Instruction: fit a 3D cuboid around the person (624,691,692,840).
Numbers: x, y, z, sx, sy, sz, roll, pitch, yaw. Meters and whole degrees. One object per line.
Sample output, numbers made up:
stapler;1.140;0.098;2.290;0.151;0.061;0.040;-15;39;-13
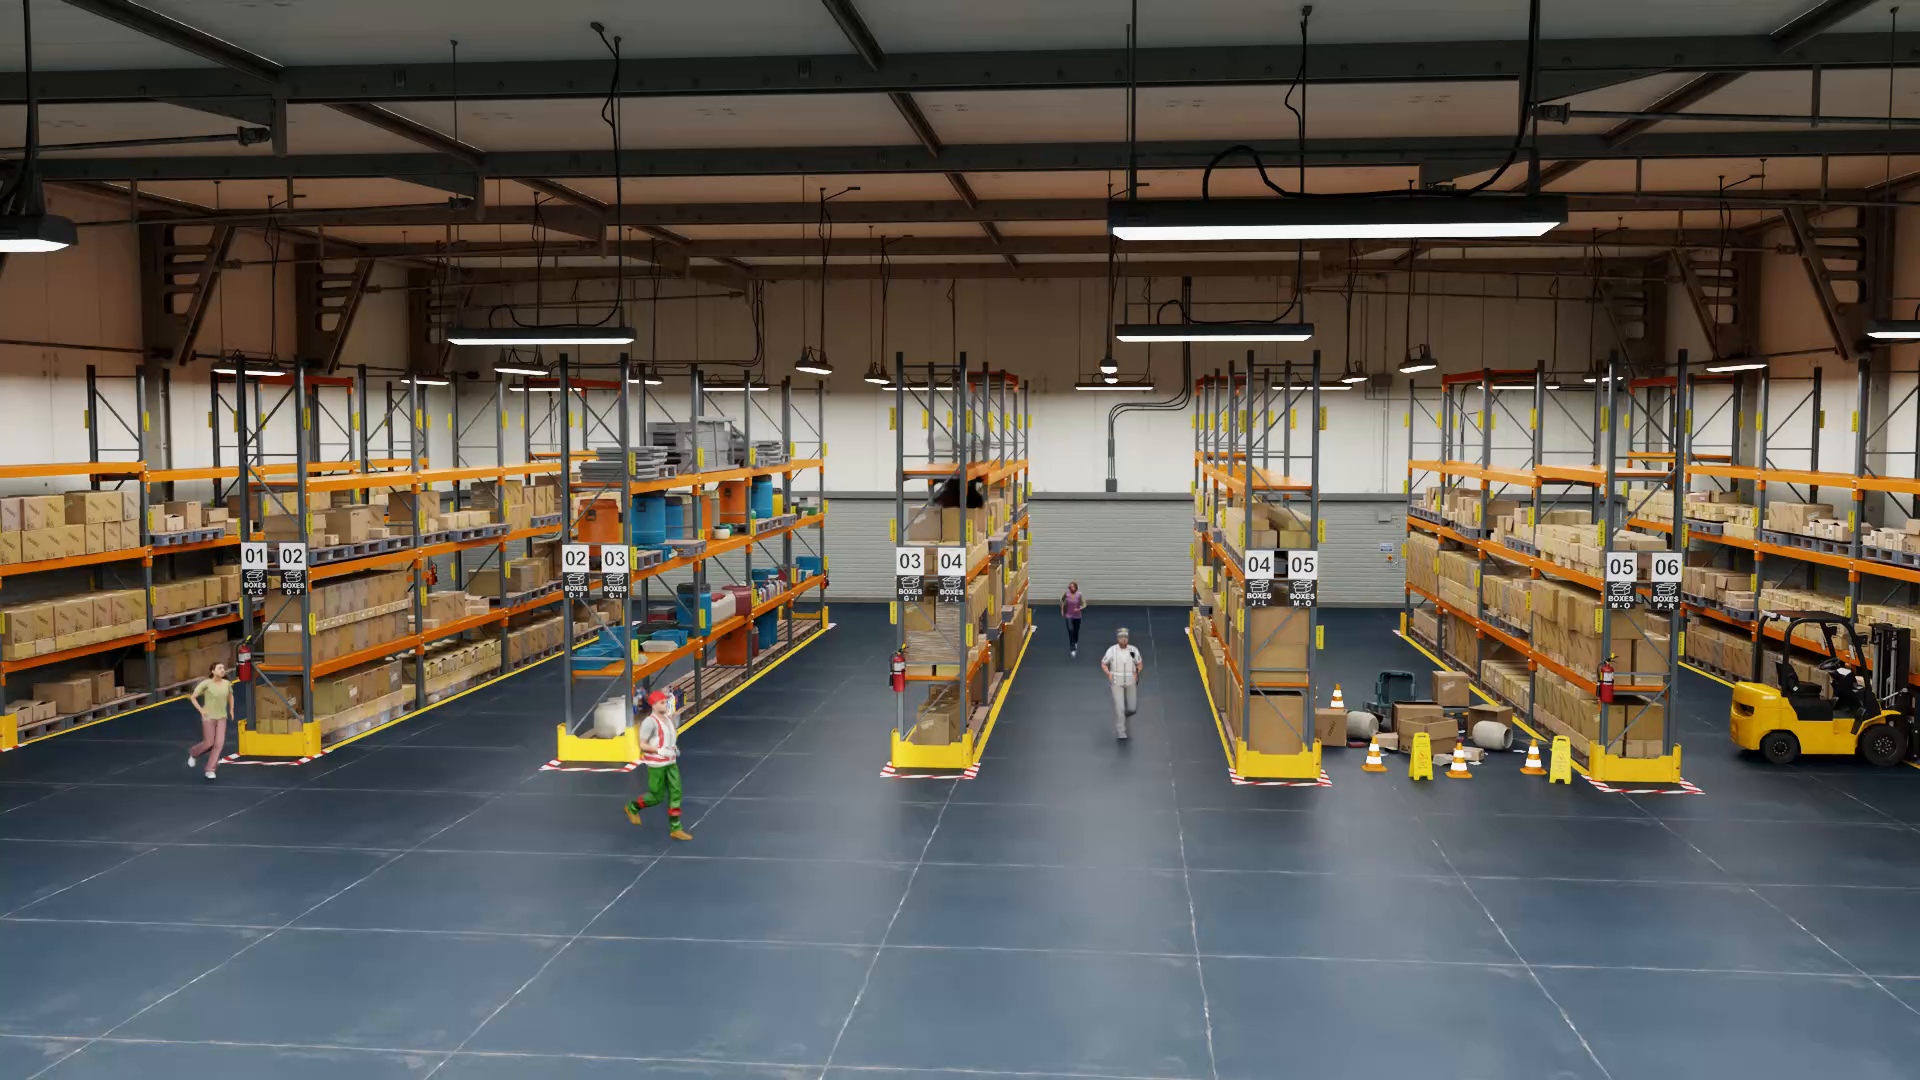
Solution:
person;-3.620;2.695;19.980;0.928;1.779;0.658;2;5;26

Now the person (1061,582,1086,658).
person;2.431;1.676;35.613;0.557;1.600;0.930;1;4;8

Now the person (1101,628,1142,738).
person;2.580;2.256;26.455;0.664;1.728;0.654;0;4;-4

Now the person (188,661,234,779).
person;-10.555;2.519;23.593;0.724;1.605;0.627;3;5;39
